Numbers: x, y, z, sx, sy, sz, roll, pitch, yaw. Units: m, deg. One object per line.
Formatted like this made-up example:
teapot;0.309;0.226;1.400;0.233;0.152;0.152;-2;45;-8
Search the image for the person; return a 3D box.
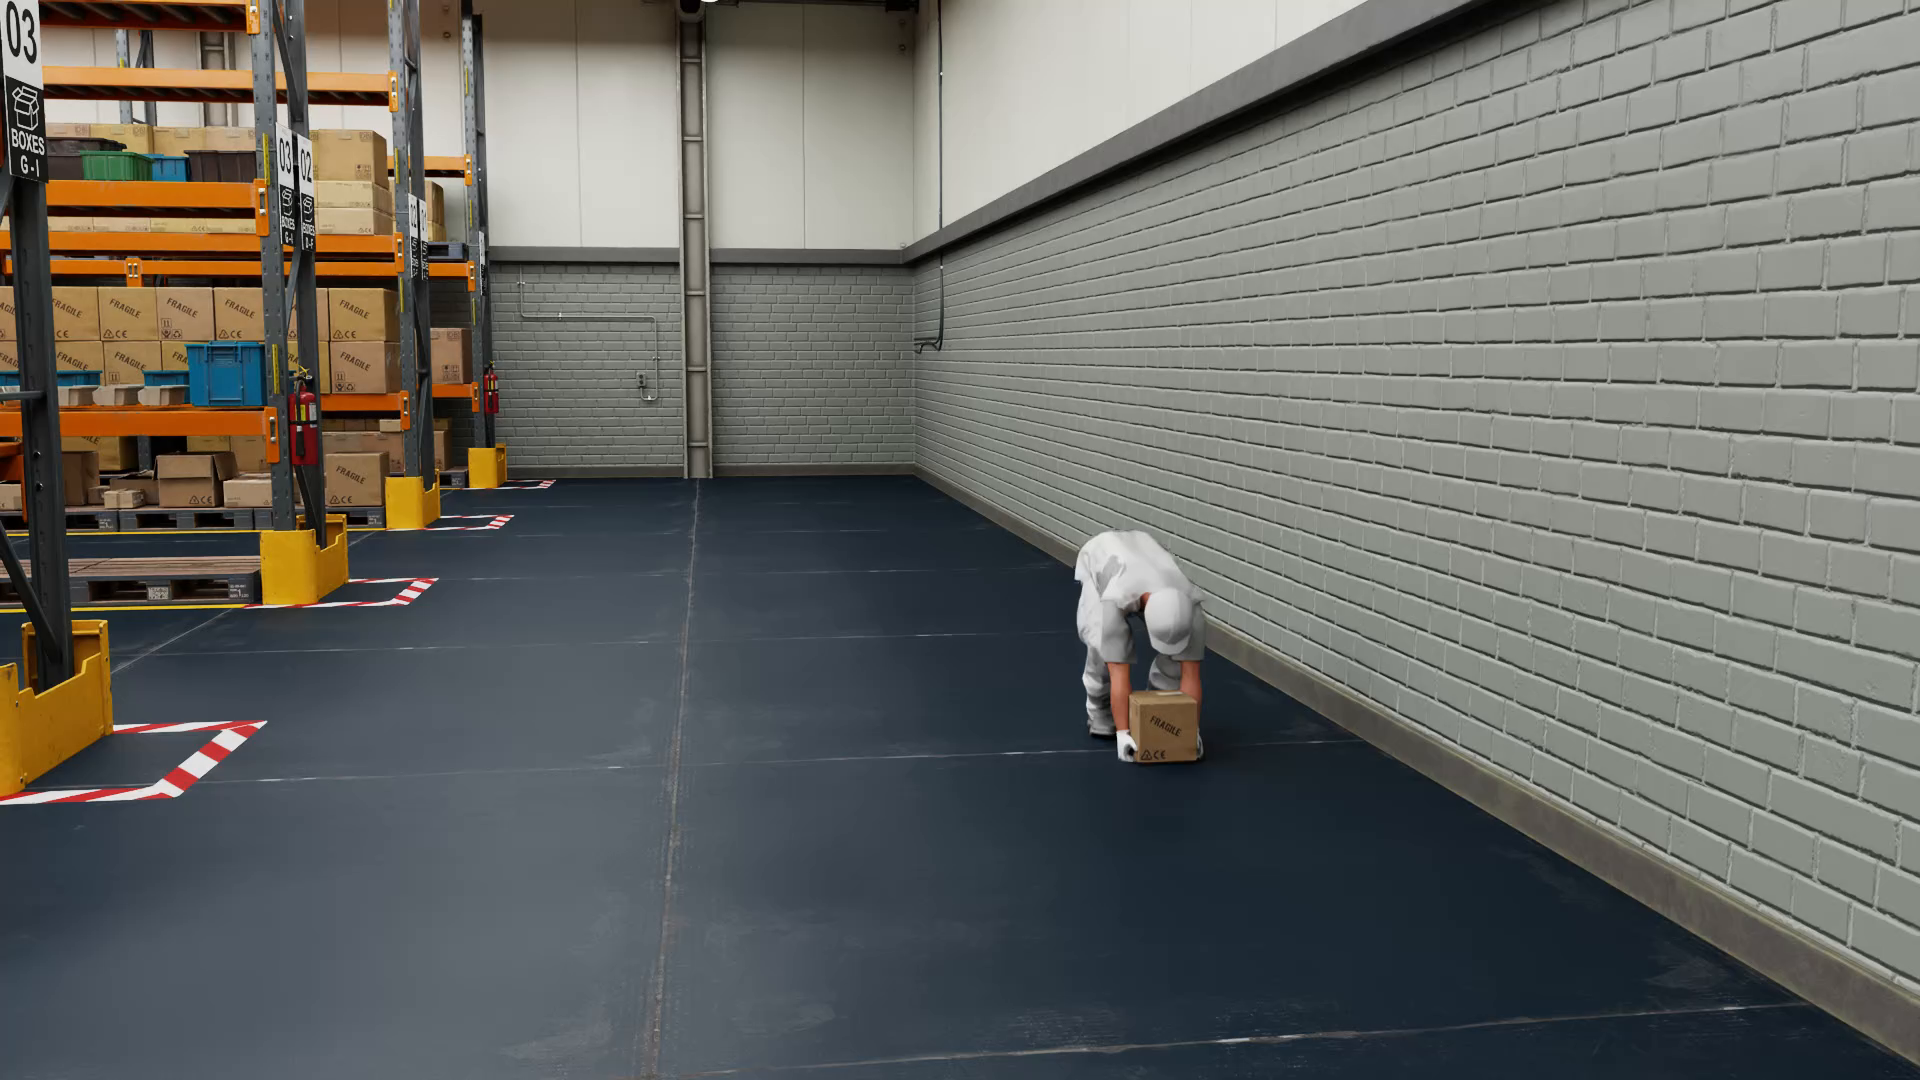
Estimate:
person;0.796;0.440;7.232;0.535;0.915;0.956;-1;7;-11
